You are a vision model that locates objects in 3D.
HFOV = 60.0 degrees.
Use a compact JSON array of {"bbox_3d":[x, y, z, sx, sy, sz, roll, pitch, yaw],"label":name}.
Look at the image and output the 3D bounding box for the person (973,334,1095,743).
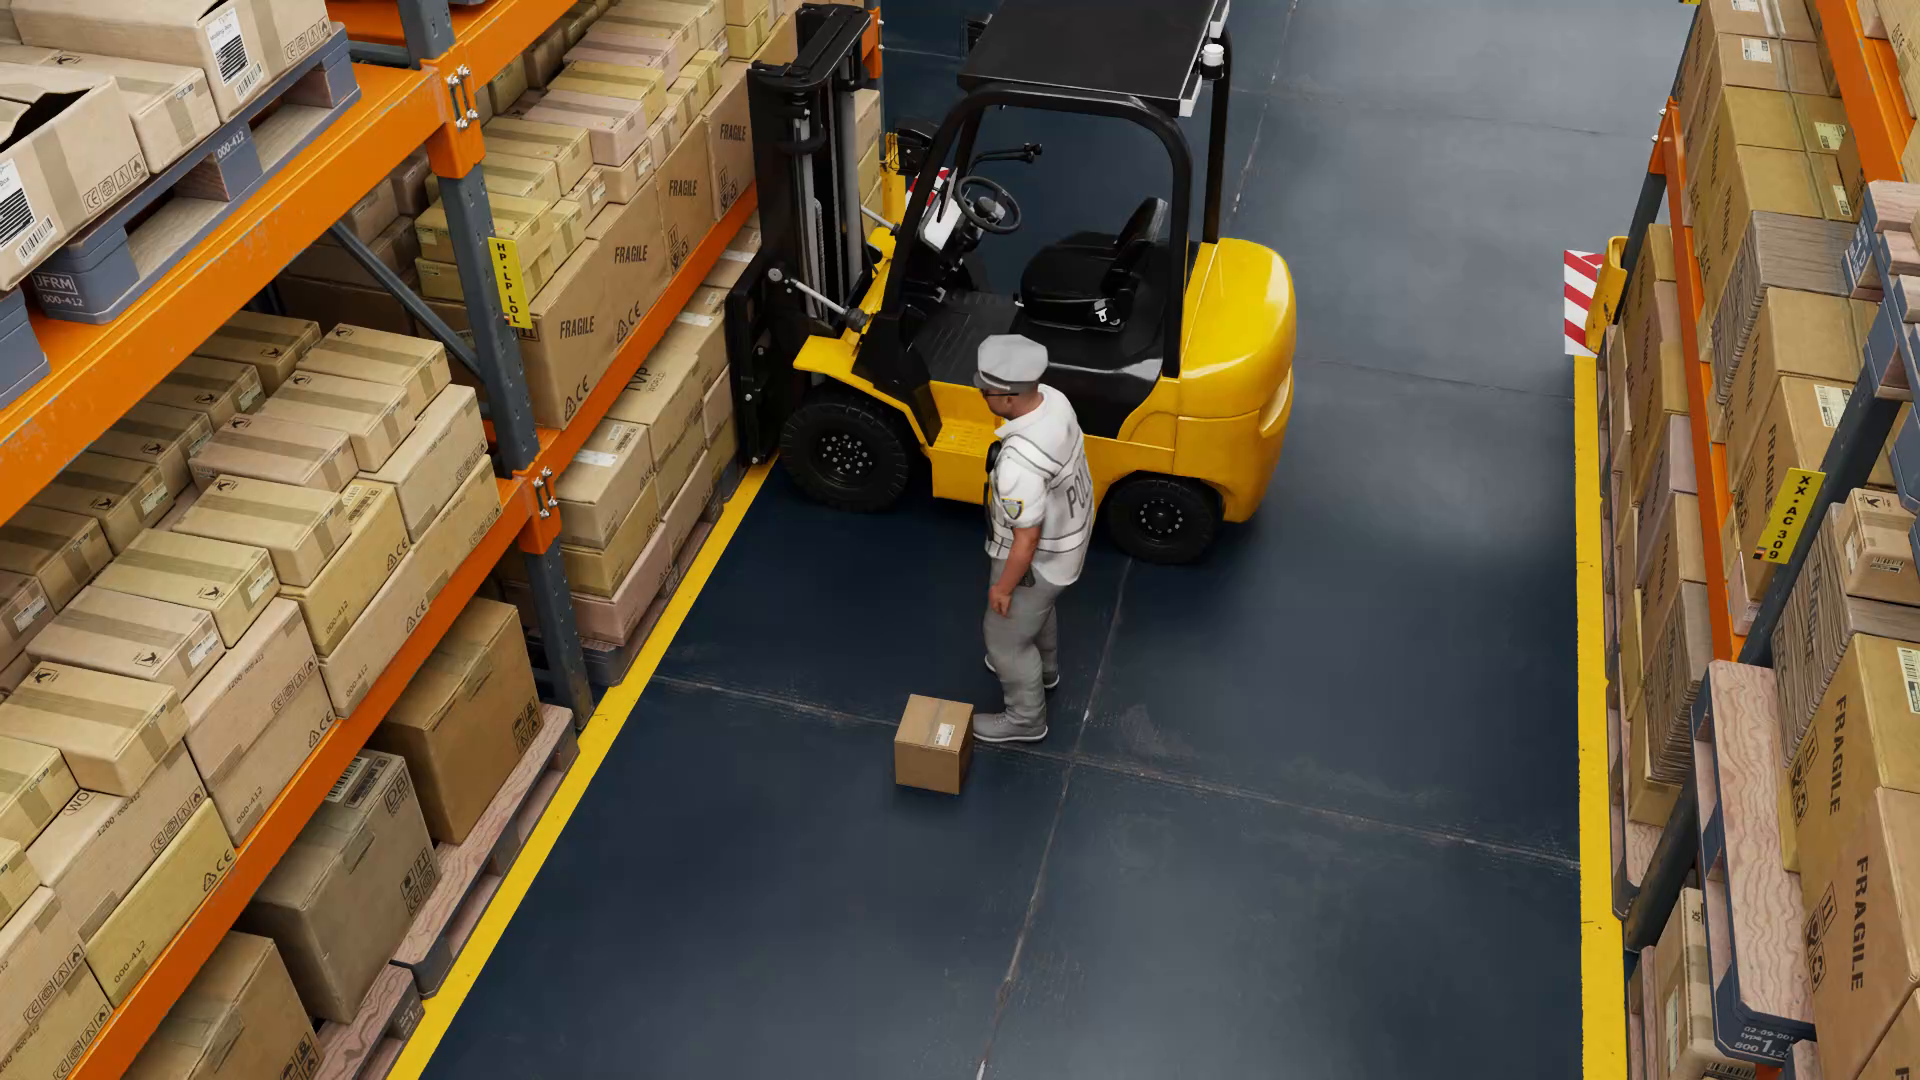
[{"bbox_3d":[0.259,0.024,6.125,0.439,1.747,0.585,10,42,11],"label":"person"}]
